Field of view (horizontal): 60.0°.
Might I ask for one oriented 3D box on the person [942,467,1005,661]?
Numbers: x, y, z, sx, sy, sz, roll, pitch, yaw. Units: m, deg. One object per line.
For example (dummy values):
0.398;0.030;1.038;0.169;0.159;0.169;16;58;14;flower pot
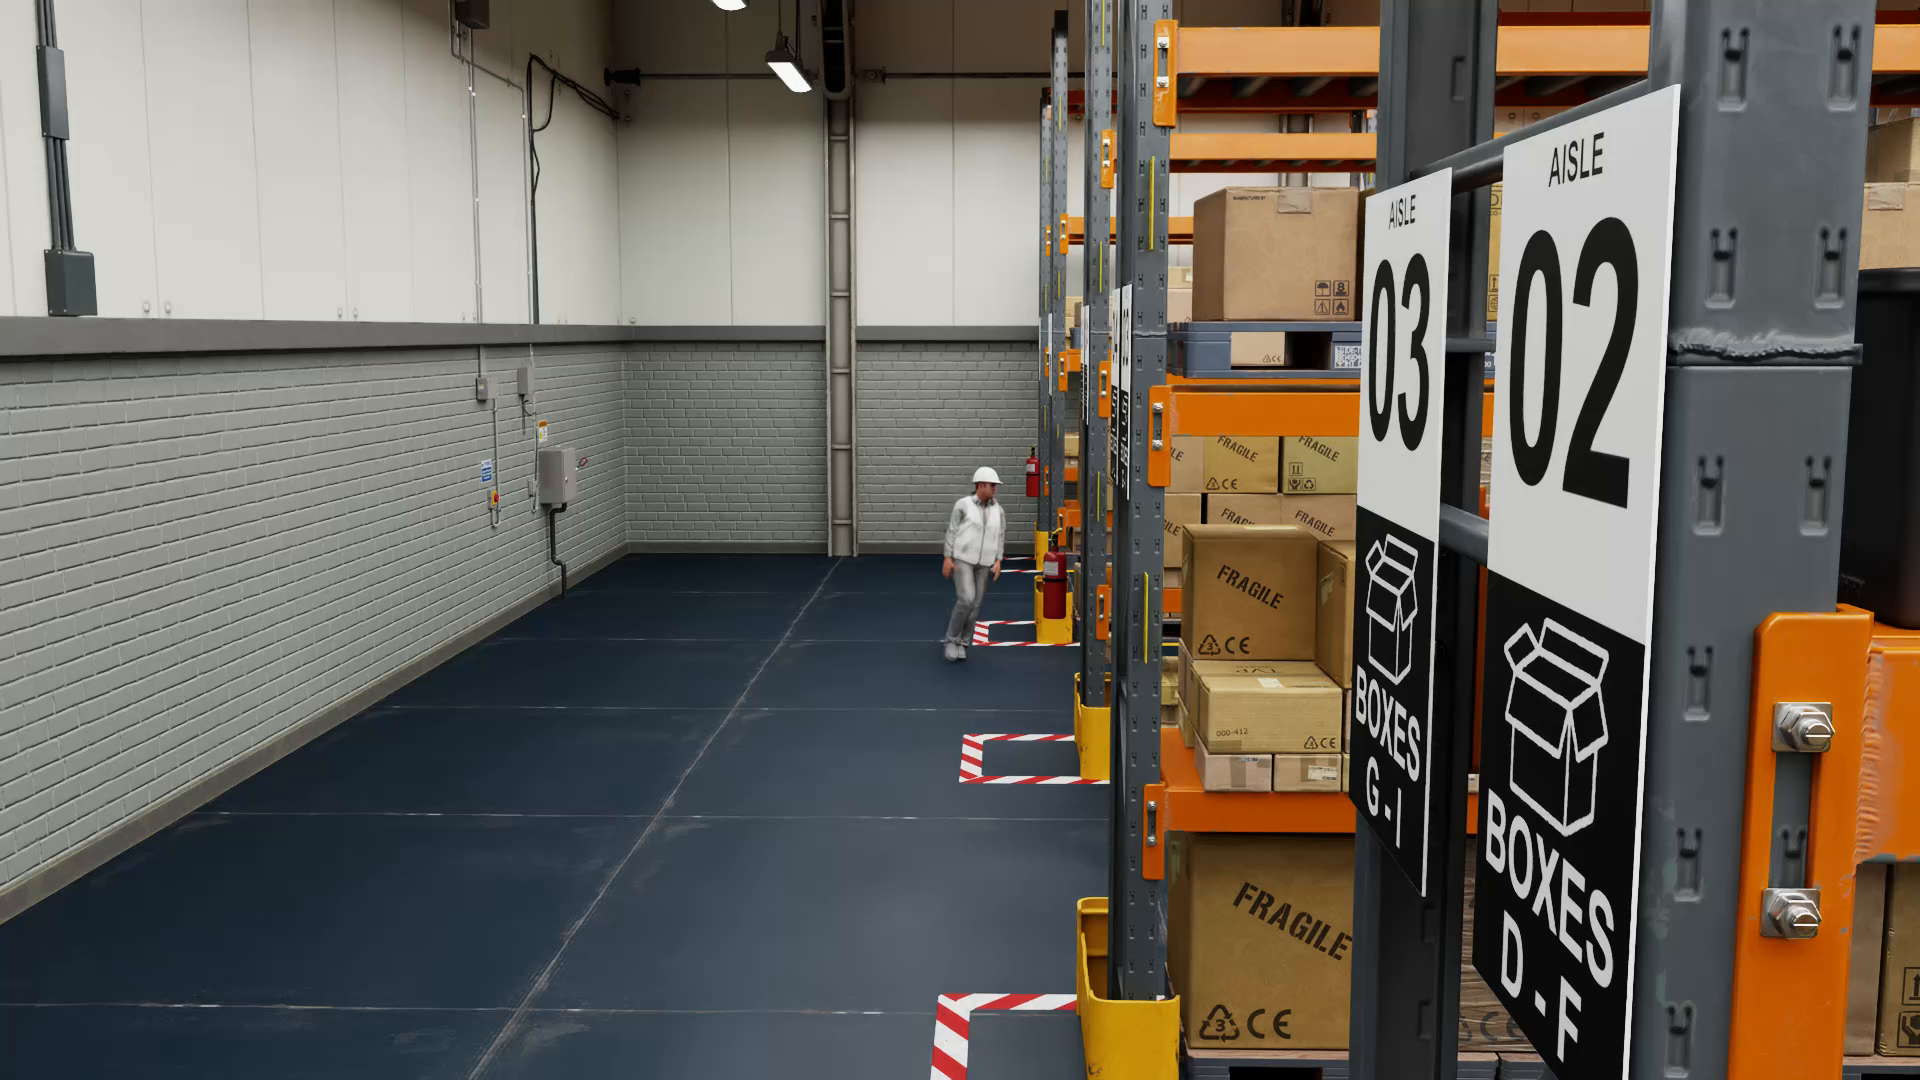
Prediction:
0.122;0.216;15.345;0.665;1.764;0.477;-3;8;-23;person
